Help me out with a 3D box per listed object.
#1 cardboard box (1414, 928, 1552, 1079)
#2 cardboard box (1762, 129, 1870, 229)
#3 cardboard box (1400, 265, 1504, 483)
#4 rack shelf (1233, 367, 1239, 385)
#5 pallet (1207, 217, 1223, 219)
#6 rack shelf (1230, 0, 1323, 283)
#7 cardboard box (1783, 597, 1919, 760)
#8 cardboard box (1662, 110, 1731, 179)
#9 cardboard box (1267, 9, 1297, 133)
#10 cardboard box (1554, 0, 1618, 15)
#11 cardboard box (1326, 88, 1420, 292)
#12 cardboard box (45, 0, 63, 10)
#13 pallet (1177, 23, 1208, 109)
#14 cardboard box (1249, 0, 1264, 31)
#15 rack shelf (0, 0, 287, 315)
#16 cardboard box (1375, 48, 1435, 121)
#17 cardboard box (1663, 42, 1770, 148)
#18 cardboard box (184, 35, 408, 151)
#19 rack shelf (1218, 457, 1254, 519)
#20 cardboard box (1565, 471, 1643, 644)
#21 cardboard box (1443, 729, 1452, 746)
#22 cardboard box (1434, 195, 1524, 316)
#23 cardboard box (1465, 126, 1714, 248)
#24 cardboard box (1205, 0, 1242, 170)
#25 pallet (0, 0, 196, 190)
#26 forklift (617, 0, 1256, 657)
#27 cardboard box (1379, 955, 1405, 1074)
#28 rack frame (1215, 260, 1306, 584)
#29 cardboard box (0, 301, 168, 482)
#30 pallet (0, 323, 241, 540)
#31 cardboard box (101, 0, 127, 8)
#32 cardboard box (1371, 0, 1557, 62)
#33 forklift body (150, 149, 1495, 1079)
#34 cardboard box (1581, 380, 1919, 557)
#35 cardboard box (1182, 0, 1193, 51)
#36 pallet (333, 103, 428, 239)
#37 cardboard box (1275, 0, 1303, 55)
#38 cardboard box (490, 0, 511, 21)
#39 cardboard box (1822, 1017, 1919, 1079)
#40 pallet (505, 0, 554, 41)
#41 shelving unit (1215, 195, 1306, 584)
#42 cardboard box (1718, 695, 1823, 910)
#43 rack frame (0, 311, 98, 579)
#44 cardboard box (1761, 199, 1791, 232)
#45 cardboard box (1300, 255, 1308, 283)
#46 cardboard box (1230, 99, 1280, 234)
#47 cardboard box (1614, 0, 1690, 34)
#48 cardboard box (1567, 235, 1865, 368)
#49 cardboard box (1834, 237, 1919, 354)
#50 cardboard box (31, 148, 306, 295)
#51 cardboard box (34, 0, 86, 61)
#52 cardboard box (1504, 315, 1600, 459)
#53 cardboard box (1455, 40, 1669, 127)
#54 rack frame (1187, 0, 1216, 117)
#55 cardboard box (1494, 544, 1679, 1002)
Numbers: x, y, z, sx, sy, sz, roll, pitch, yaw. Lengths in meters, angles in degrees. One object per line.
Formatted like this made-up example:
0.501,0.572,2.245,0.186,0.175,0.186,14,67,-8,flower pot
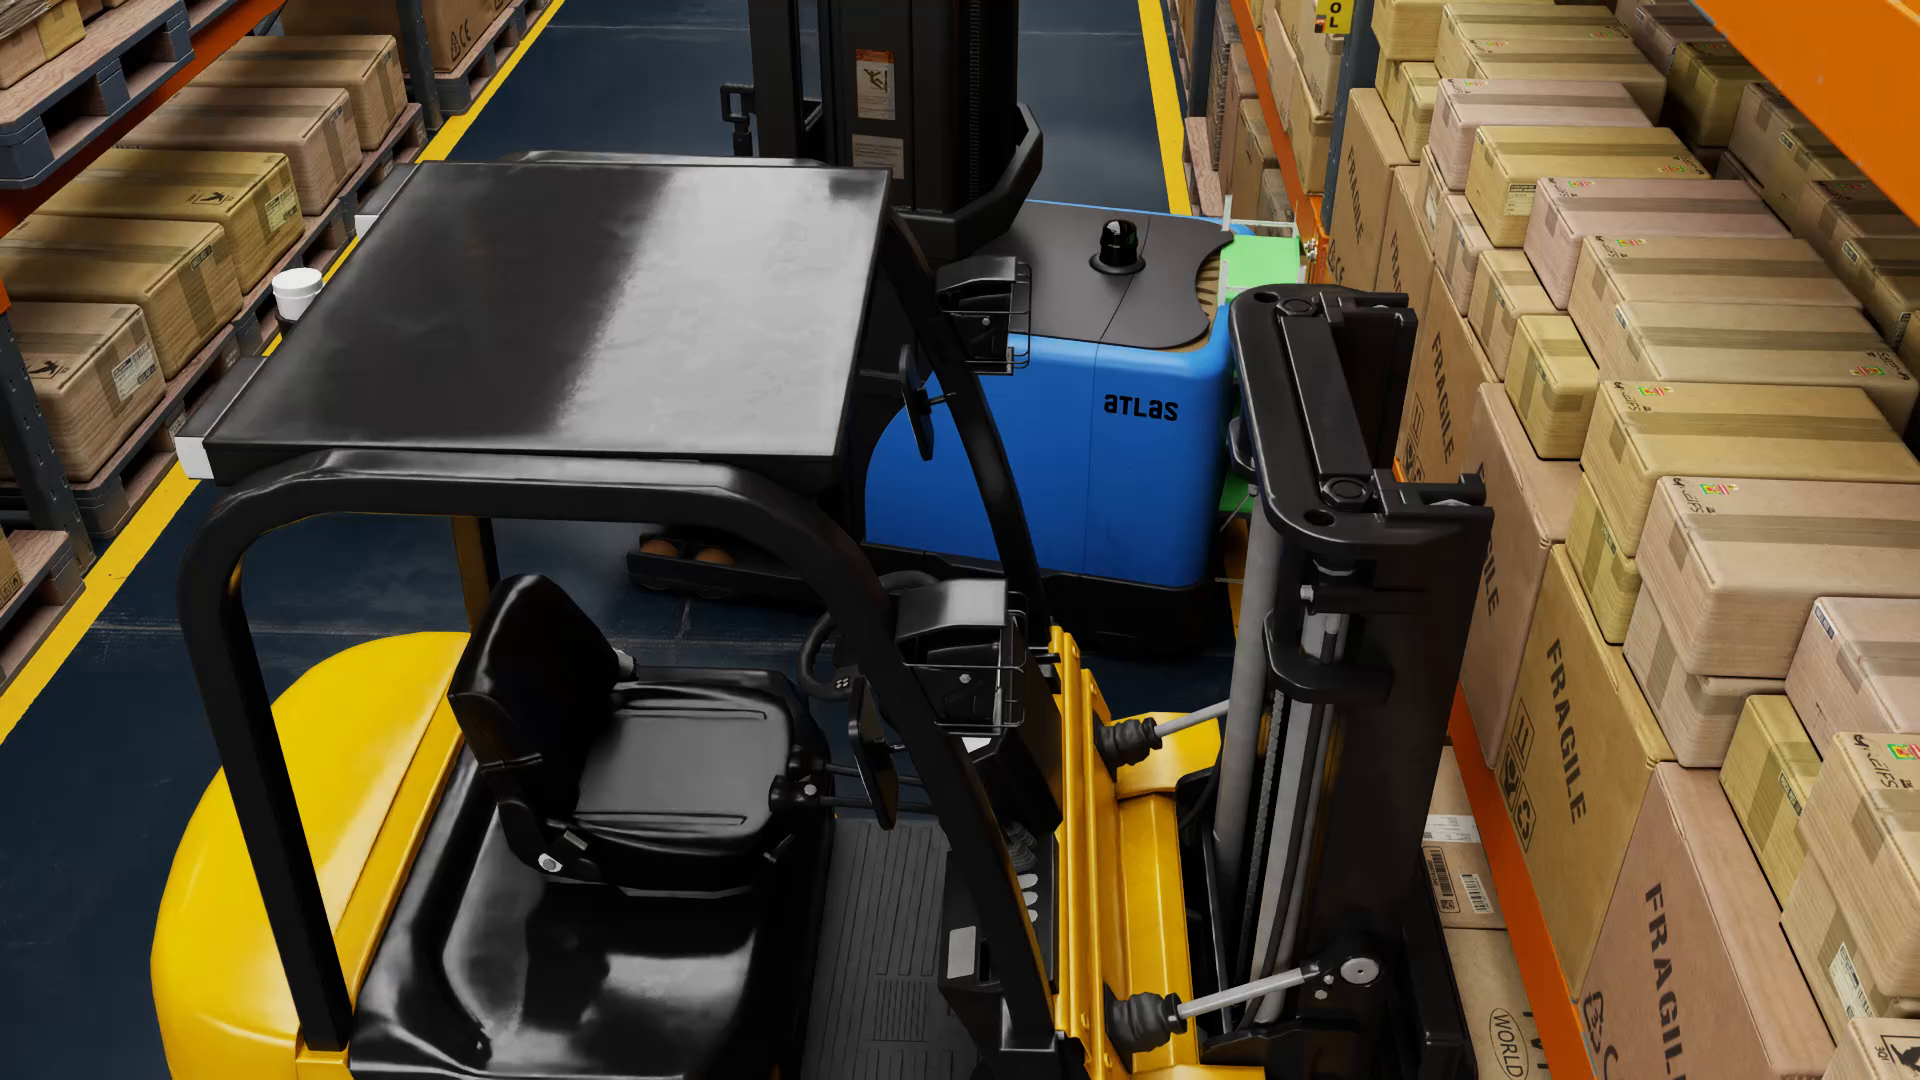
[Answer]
1.099,0.964,2.926,0.500,0.250,0.500,2,35,2,cardboard box
1.790,-0.671,3.186,0.380,0.149,0.250,1,35,1,cardboard box
1.225,-0.224,3.373,0.500,0.500,0.500,1,35,1,cardboard box
0.910,-0.577,5.212,0.258,0.148,0.480,5,34,7,rack shelf
1.564,-1.009,7.002,1.003,0.211,1.213,1,35,2,pallet
1.608,-1.877,6.438,1.077,0.370,4.000,1,35,2,rack shelf
1.217,0.202,1.944,0.380,0.149,0.250,2,35,2,cardboard box
1.777,-0.842,3.688,0.380,0.149,0.250,2,35,3,cardboard box
1.301,-1.546,5.471,0.500,0.250,0.500,1,35,2,cardboard box
1.756,-1.526,4.662,0.380,0.149,0.250,1,35,1,cardboard box
1.249,-0.815,4.214,0.500,0.500,0.500,0,35,1,cardboard box
-3.108,-2.020,5.305,0.500,0.500,0.500,1,35,2,cardboard box
1.756,-2.608,9.277,1.003,0.211,1.213,1,35,2,pallet
1.365,-2.127,6.299,0.500,0.250,0.500,2,35,3,cardboard box
-3.352,-1.990,6.598,1.077,0.370,4.000,1,35,2,rack shelf
1.252,-1.152,4.129,0.380,0.149,0.250,1,35,1,cardboard box
1.768,-0.965,3.604,0.380,0.149,0.250,1,35,1,cardboard box
-3.304,-2.206,8.200,0.950,0.372,0.625,-1,35,-1,cardboard box
0.910,-0.180,5.481,0.258,0.148,0.480,5,34,7,rack shelf
1.128,0.026,2.453,0.380,0.149,0.250,2,35,2,cardboard box
1.155,0.372,3.769,0.500,0.250,0.500,2,35,3,cardboard box
1.164,-0.562,3.290,0.380,0.149,0.250,1,35,1,cardboard box
1.200,-0.680,3.199,0.380,0.149,0.250,1,35,1,cardboard box
1.649,-2.163,7.919,0.875,0.625,0.625,2,35,3,cardboard box
-3.256,-1.493,5.432,1.003,0.211,1.213,1,35,2,pallet
-0.605,-1.289,5.035,3.031,2.935,1.130,8,36,12,forklift
1.128,0.865,3.502,0.500,0.250,0.500,1,35,2,cardboard box
0.872,-0.296,5.111,0.240,1.200,0.015,5,34,7,rack frame
-3.414,-0.533,5.820,0.950,0.372,0.625,2,35,2,cardboard box
-3.403,-0.442,6.195,1.003,0.211,1.213,1,35,2,pallet
-3.089,-1.969,5.796,0.380,0.149,0.250,2,35,3,cardboard box
1.218,-1.274,4.045,0.380,0.149,0.250,2,35,3,cardboard box
-0.380,0.491,3.181,2.313,2.155,1.214,1,35,2,forklift body
1.122,-0.099,2.372,0.380,0.149,0.250,2,35,3,cardboard box
1.521,-3.005,9.226,0.500,0.500,0.500,1,35,1,cardboard box
-3.305,-1.844,8.190,1.003,0.211,1.213,1,35,2,pallet
1.305,-1.750,5.327,0.500,0.250,0.500,0,35,1,cardboard box
-3.121,-3.643,9.808,0.875,0.875,0.875,2,35,2,cardboard box
1.081,0.616,1.614,0.380,0.149,0.250,2,35,3,cardboard box
-3.113,-3.443,10.465,1.003,0.211,1.213,1,35,2,pallet
0.910,-0.431,5.311,0.258,1.200,0.503,5,34,7,shelving unit
1.174,0.326,2.026,0.380,0.149,0.250,1,35,2,cardboard box
-3.432,-1.135,4.757,1.000,3.000,0.127,1,35,2,rack frame
1.702,-0.551,3.275,0.380,0.149,0.250,2,35,3,cardboard box
1.537,-0.523,5.586,0.875,0.625,0.625,3,35,4,cardboard box
1.604,-1.401,6.834,0.875,0.625,0.625,0,35,0,cardboard box
1.816,-1.260,4.025,0.380,0.149,0.250,1,35,2,cardboard box
1.253,-0.389,2.785,0.380,0.149,0.250,1,35,2,cardboard box
1.691,-0.381,2.773,0.380,0.149,0.250,2,35,3,cardboard box
-3.362,-1.346,6.977,0.950,0.372,0.625,2,35,3,cardboard box
-3.076,-1.658,5.353,0.380,0.149,0.250,2,35,3,cardboard box
1.170,-0.264,2.866,0.380,0.149,0.250,1,35,1,cardboard box
1.297,-0.975,3.619,0.380,0.149,0.250,1,35,1,cardboard box
1.688,-3.321,7.867,1.000,3.000,0.127,1,35,2,rack frame
1.174,0.353,2.552,0.500,0.500,0.500,1,35,1,cardboard box
